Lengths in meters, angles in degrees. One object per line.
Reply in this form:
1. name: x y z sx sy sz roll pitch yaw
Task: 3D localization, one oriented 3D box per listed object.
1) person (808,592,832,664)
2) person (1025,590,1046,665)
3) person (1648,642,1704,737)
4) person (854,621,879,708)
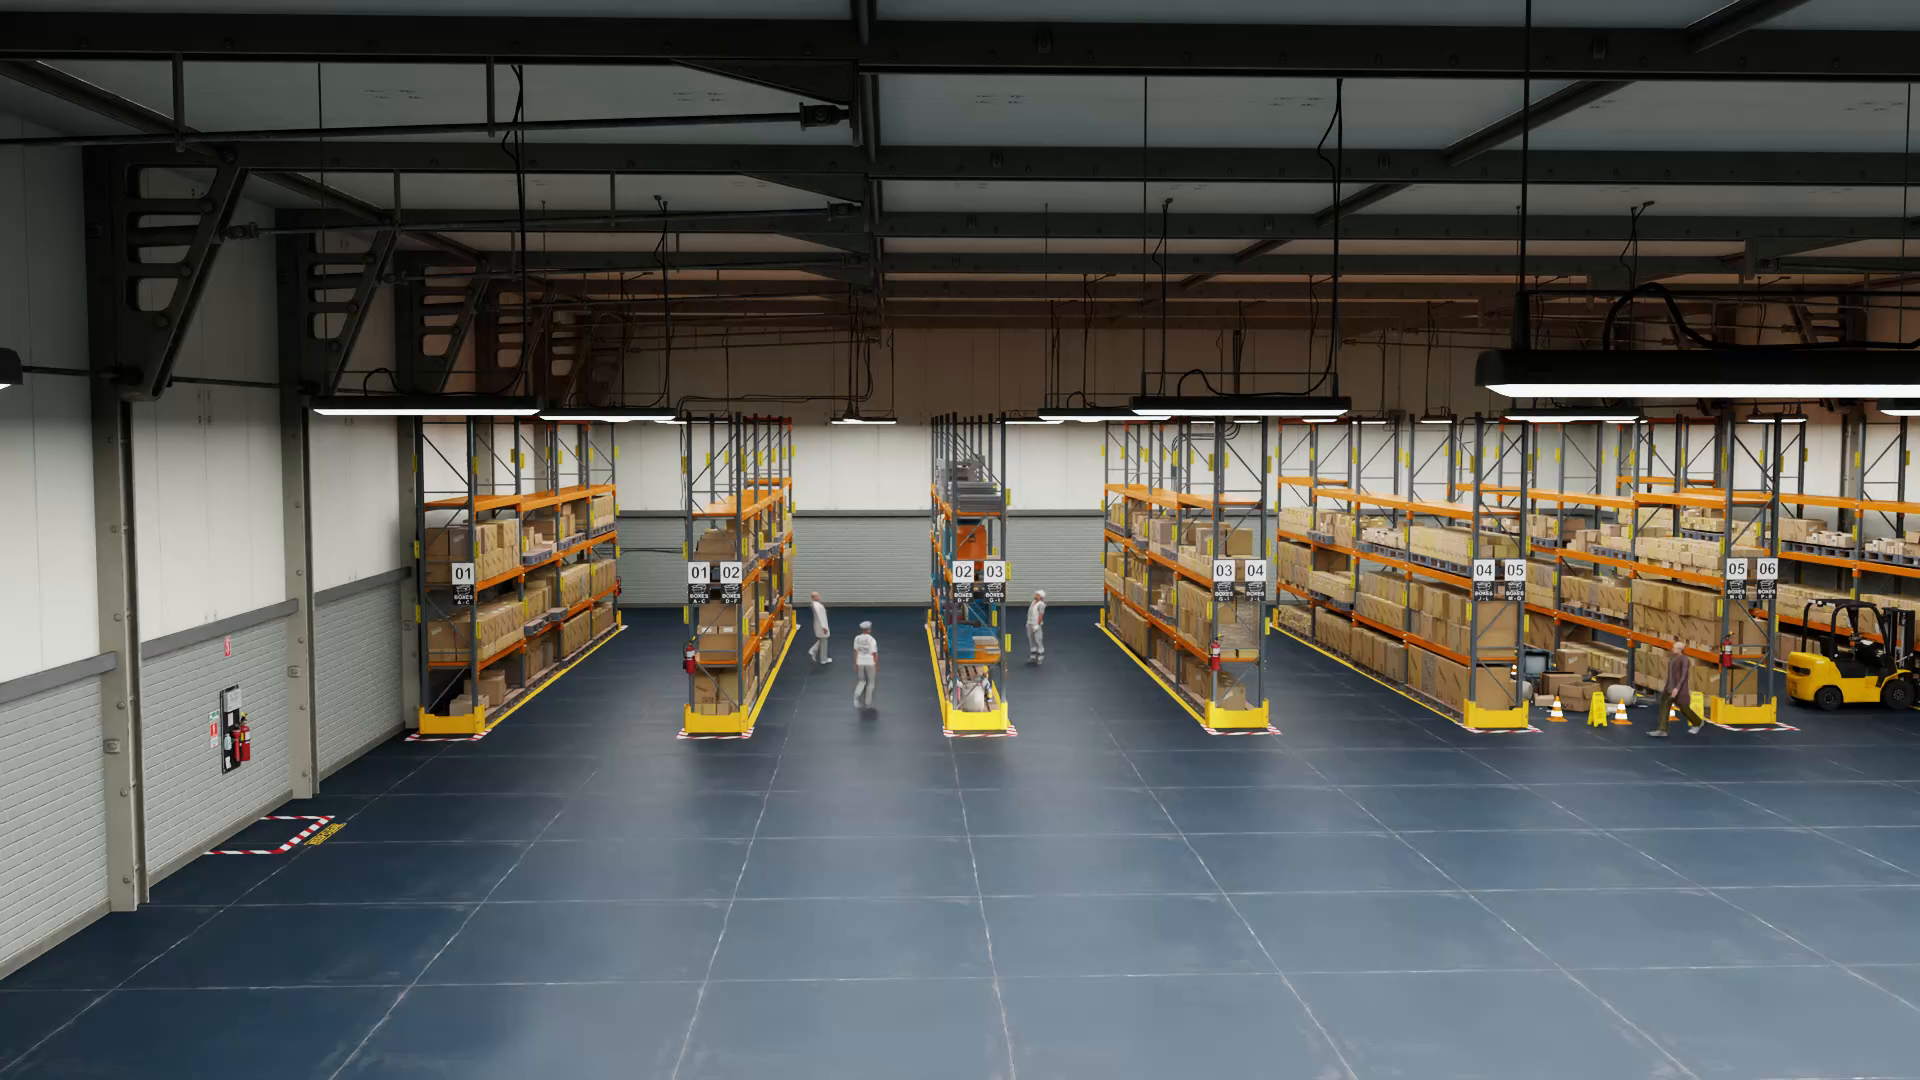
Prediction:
1. person: -3.337 2.115 40.127 0.619 1.757 0.612 -2 4 -29
2. person: 1.814 2.110 40.277 0.474 1.797 0.584 -4 5 -43
3. person: 13.261 2.756 30.695 1.076 1.749 0.526 -2 4 -25
4. person: -1.915 2.528 33.724 0.549 1.766 0.534 2 4 27
